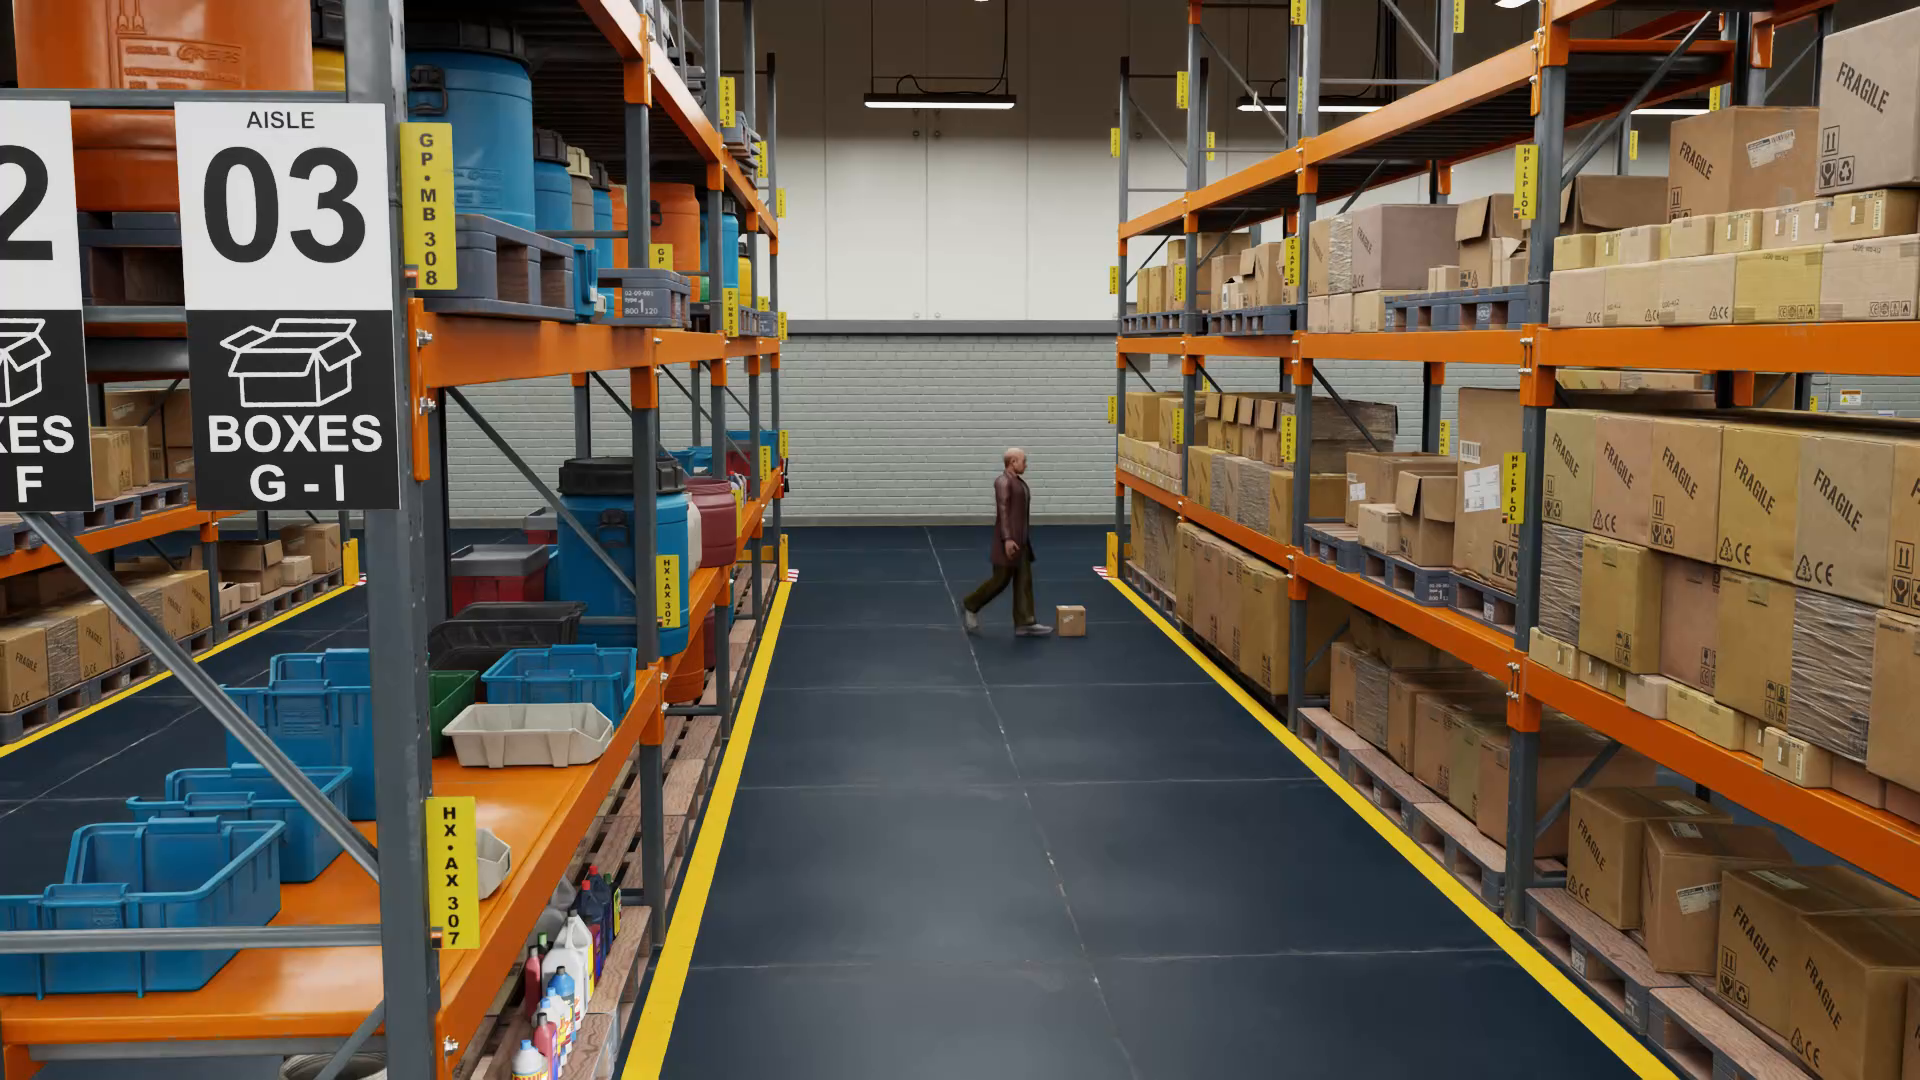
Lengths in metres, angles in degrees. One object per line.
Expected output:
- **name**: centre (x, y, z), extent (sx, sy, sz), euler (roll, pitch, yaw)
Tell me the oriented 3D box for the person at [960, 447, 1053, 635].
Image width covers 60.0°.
- **person**: centre (0.436, 0.013, 15.679), extent (0.934, 1.763, 0.652), euler (3, 7, 23)
